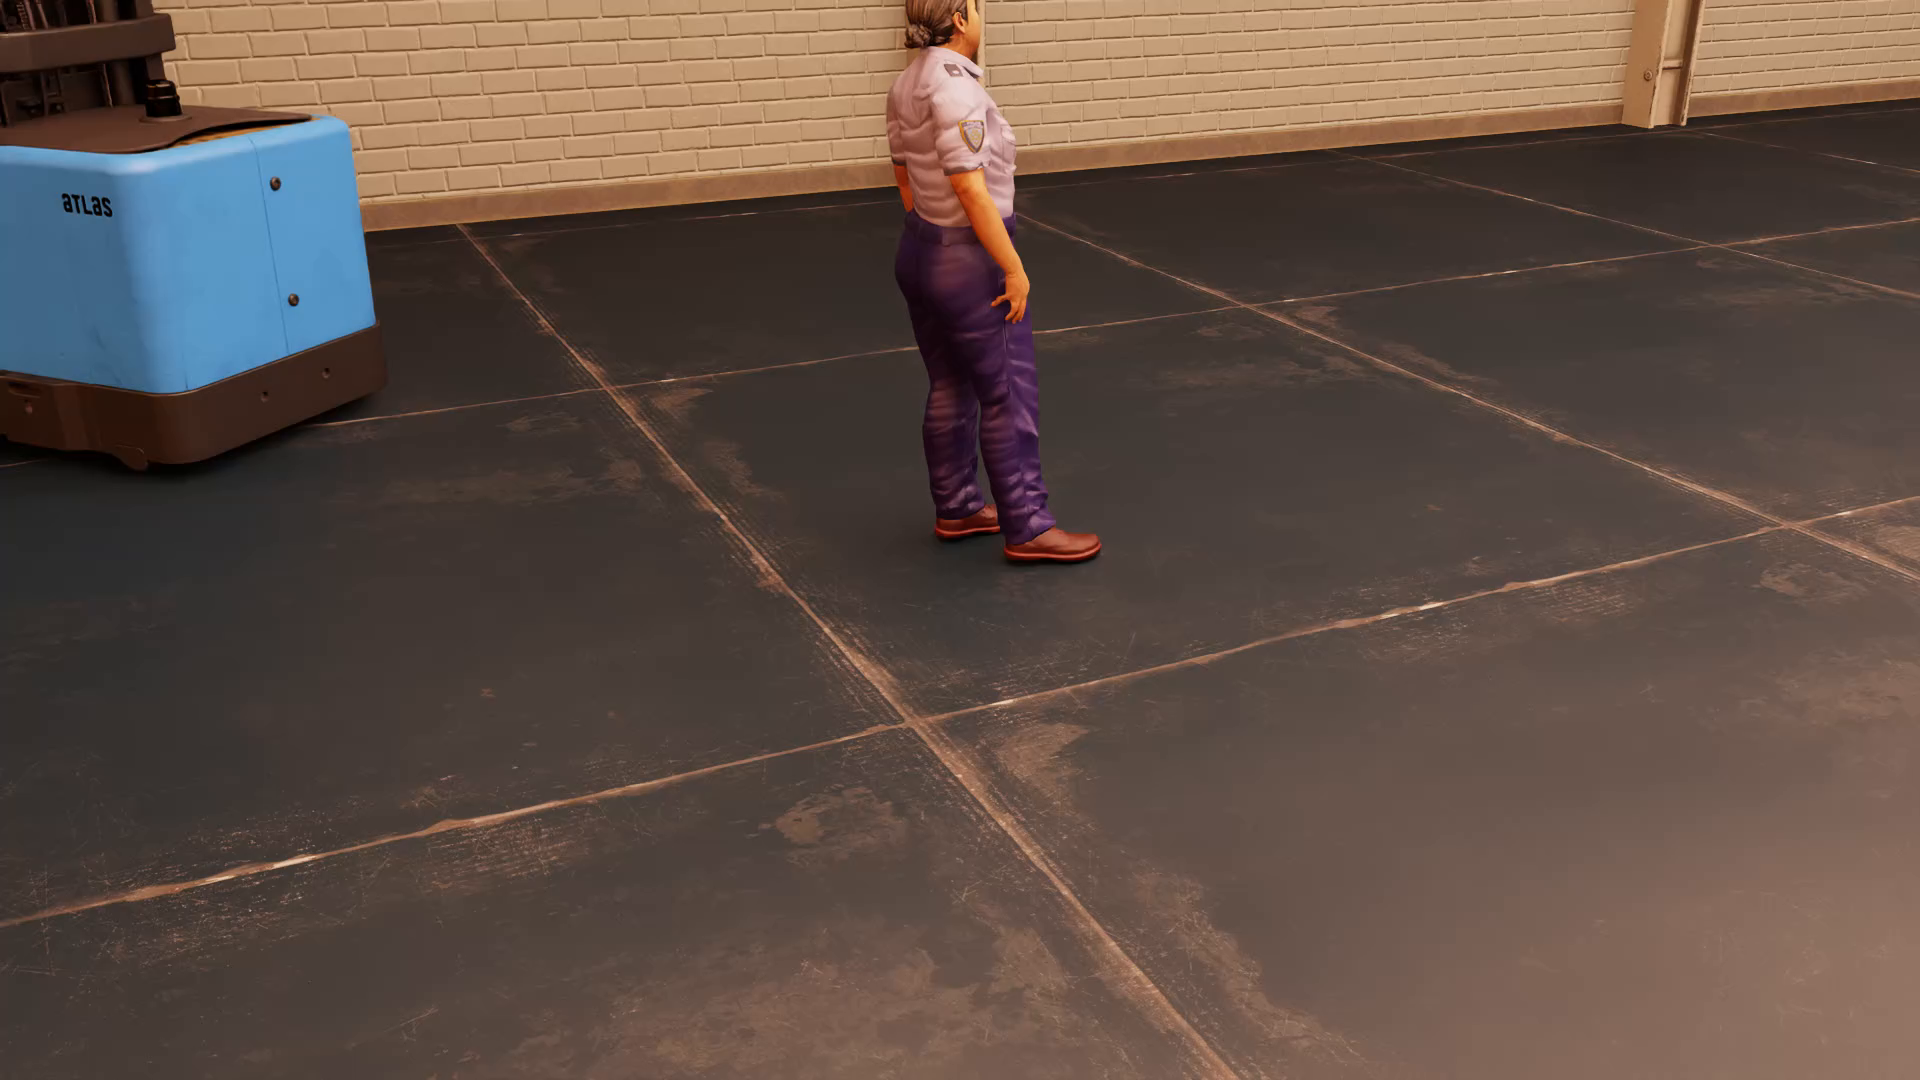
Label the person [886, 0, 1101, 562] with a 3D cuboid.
[{"bbox_3d":[0.090,-0.775,4.804,0.503,1.650,0.599,-10,25,-23],"label":"person"}]

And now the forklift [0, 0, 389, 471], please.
[{"bbox_3d":[-3.747,-1.936,5.947,3.031,2.935,1.130,9,24,21],"label":"forklift"}]
